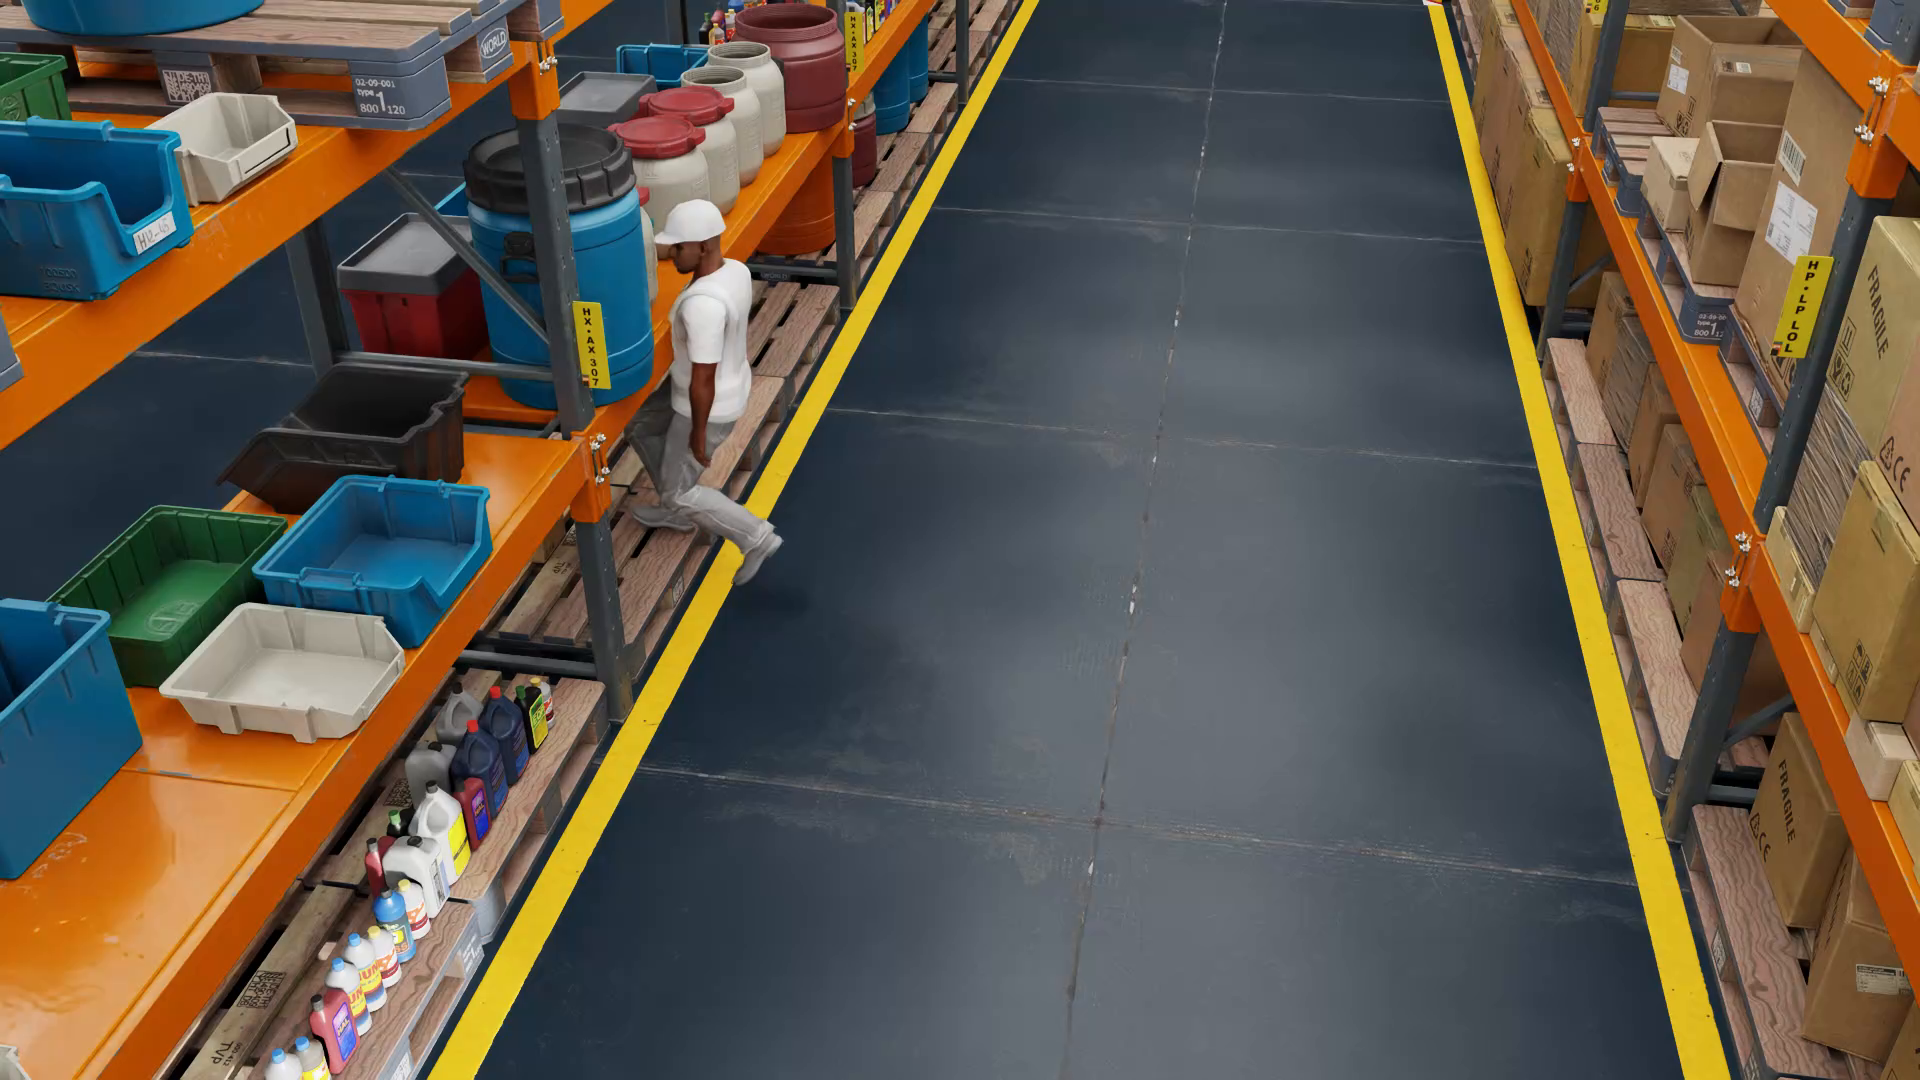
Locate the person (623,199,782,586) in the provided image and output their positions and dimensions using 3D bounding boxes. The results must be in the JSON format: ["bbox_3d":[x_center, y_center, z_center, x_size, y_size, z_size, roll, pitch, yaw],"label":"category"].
[{"bbox_3d":[-1.127,-0.615,7.051,0.734,1.706,0.617,3,32,5],"label":"person"}]
